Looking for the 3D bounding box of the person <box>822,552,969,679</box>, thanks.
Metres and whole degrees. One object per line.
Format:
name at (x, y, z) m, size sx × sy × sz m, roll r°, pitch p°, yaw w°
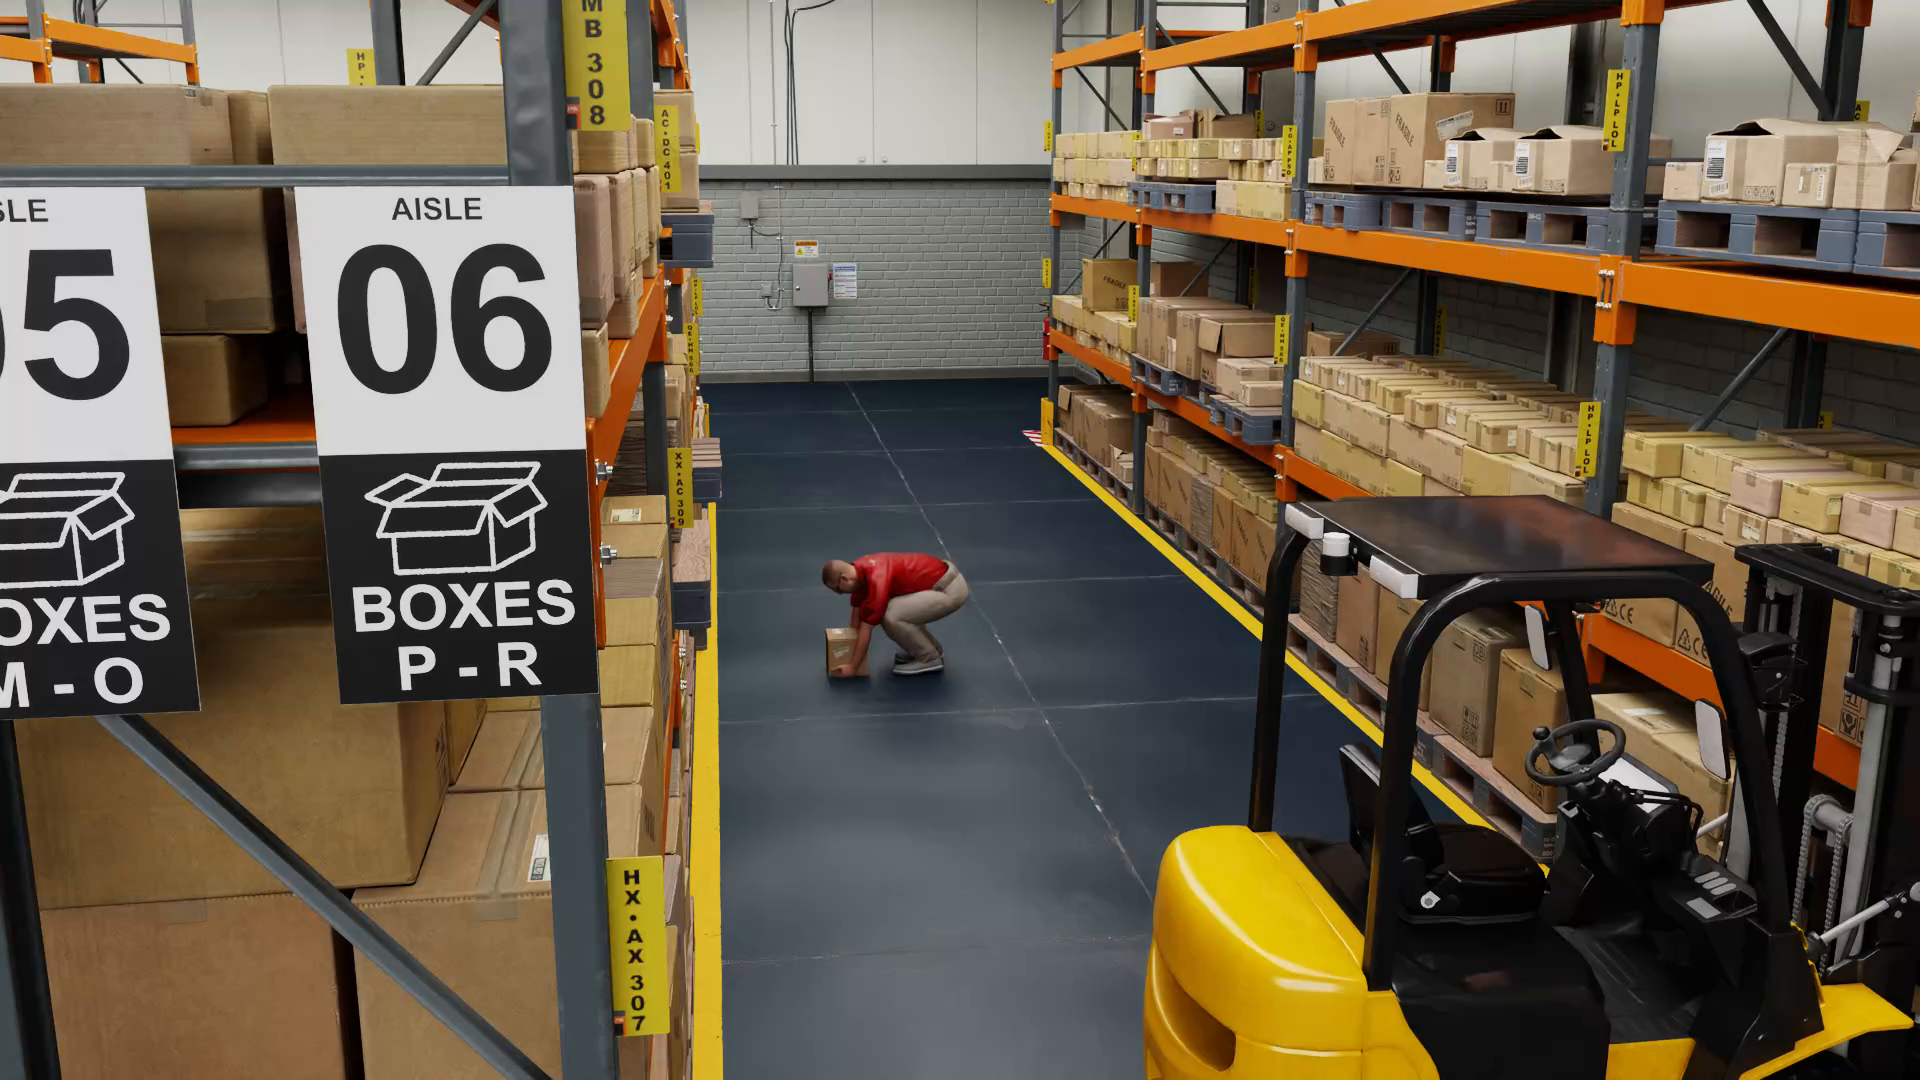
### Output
person at (-0.414, 0.466, 10.682) m, size 0.940 × 0.788 × 0.518 m, roll -2°, pitch 13°, yaw -10°
